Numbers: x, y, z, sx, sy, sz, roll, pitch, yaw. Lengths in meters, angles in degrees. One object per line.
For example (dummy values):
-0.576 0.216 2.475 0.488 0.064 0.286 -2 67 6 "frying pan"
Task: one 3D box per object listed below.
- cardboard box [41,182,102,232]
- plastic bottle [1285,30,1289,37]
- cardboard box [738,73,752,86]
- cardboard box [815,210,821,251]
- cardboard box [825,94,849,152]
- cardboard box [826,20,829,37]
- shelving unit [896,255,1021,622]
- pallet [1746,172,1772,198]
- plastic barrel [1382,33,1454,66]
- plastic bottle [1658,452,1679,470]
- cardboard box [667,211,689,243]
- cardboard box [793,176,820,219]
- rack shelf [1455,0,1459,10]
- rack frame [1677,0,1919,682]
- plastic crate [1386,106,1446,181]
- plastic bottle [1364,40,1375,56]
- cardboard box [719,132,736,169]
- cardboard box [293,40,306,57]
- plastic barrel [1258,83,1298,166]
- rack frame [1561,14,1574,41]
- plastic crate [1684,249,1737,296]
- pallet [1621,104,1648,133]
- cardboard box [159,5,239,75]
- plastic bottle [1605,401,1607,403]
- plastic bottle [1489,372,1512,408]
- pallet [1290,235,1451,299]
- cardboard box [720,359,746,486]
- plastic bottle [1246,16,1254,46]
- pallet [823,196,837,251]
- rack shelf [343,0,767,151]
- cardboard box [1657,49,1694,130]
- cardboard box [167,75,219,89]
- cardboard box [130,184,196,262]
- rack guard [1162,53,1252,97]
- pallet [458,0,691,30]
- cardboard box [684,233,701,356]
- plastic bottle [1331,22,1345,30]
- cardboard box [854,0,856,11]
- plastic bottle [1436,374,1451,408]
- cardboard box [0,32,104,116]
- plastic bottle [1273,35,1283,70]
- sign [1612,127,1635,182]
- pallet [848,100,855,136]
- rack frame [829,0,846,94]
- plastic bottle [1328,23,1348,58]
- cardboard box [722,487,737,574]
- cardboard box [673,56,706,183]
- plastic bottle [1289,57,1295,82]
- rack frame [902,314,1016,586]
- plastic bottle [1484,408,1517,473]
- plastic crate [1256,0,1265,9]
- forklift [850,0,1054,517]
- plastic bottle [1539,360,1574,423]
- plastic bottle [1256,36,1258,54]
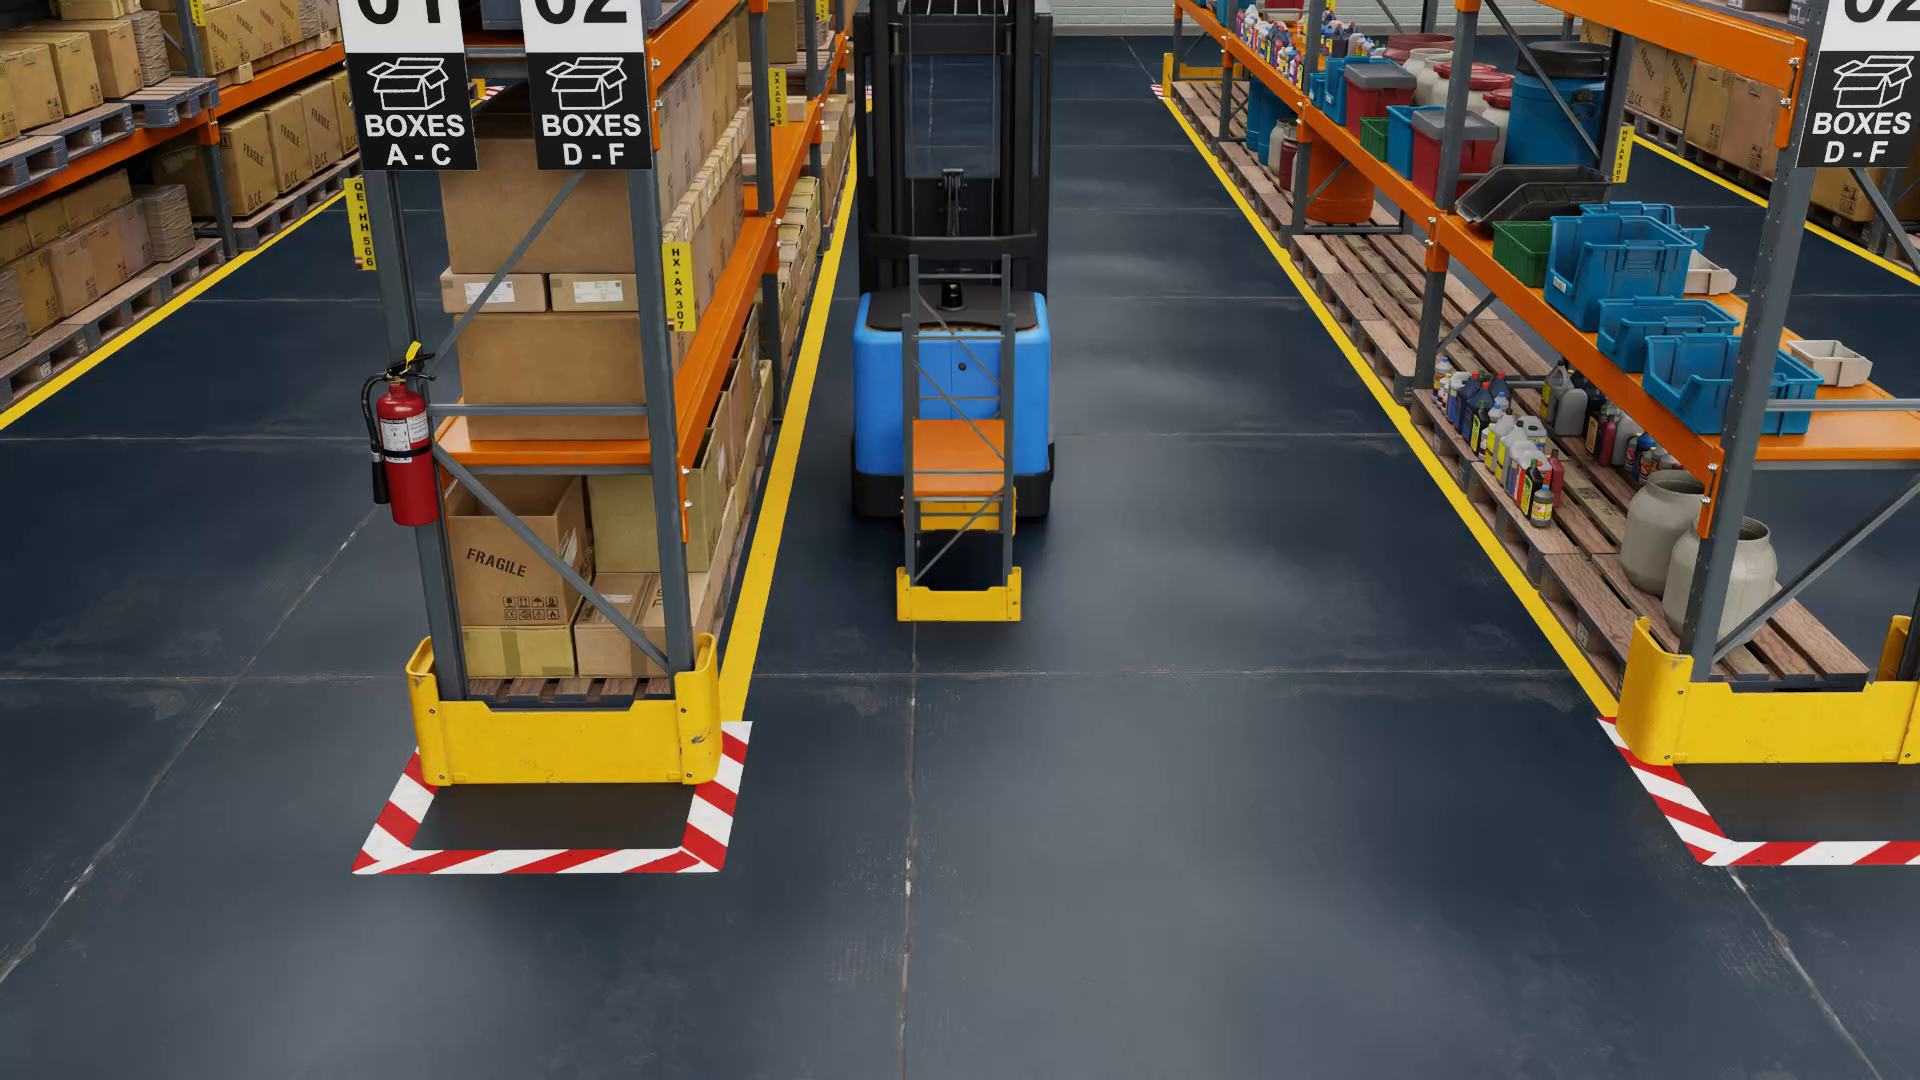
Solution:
-6.590 -2.408 12.024 0.500 0.250 0.500 0 24 -1 "cardboard box"
3.015 -4.586 15.405 0.097 0.271 0.097 0 24 0 "plastic bottle"
-1.611 -2.910 11.422 0.500 0.500 0.500 0 24 0 "cardboard box"
-1.401 -2.495 13.454 0.500 0.250 0.500 0 24 1 "cardboard box"
-1.403 -4.280 17.073 0.500 0.500 0.500 0 24 -1 "cardboard box"
-1.614 -4.930 15.379 0.700 0.500 0.500 -6 25 -14 "cardboard box"
-0.003 -0.518 8.075 0.587 1.500 1.083 0 24 0 "shelving unit"
8.311 -3.372 15.948 1.003 0.211 1.213 0 24 -1 "pallet"
3.610 -3.665 13.049 0.600 0.536 0.708 0 24 -1 "plastic barrel"
3.677 -0.344 8.647 0.097 0.271 0.097 0 24 0 "plastic bottle"
-1.360 -1.295 7.065 0.380 0.149 0.250 -1 24 -1 "cardboard box"
-1.399 -2.752 13.341 0.500 0.311 0.500 0 24 1 "cardboard box"
3.324 -4.008 11.205 1.077 0.370 4.000 0 24 -1 "rack shelf"
3.389 -0.497 6.208 1.000 3.000 0.127 0 24 -1 "rack frame"
3.023 -2.591 10.858 0.392 0.384 0.575 0 24 -1 "plastic crate"
3.638 -4.303 14.780 0.097 0.271 0.097 0 24 0 "plastic bottle"
-1.380 -2.036 8.704 0.380 0.149 0.250 0 24 -1 "cardboard box"
-6.391 -4.630 15.627 0.380 0.149 0.250 -1 24 -2 "cardboard box"
3.255 -4.161 16.346 0.600 0.901 0.708 0 24 -1 "plastic barrel"
8.168 -7.112 20.835 1.000 3.000 0.127 0 24 -1 "rack frame"
3.617 -1.357 8.430 0.530 0.136 0.437 0 24 -1 "plastic crate"
8.265 -5.011 19.573 1.003 0.211 1.213 0 24 -1 "pallet"
-6.354 -4.140 13.757 0.500 0.500 0.500 0 24 1 "cardboard box"
3.687 -0.698 9.415 0.061 0.283 0.133 1 24 3 "plastic bottle"
3.084 -0.805 9.570 0.144 0.351 0.185 0 24 -1 "plastic bottle"
3.272 -2.203 13.365 1.003 0.211 1.213 0 24 -1 "pallet"
-1.361 -0.596 8.345 0.500 0.500 0.500 0 24 -1 "cardboard box"
2.860 -4.992 16.303 0.097 0.271 0.097 0 24 0 "plastic bottle"
-1.621 -2.810 14.706 1.003 0.211 1.213 0 24 -1 "pallet"
-1.586 -2.339 7.515 1.077 0.370 4.000 0 24 -1 "rack shelf"
8.284 -4.959 18.144 0.875 0.875 0.875 0 24 -1 "cardboard box"
-6.376 -3.780 13.748 0.380 0.149 0.250 -1 24 -1 "cardboard box"
-6.544 -2.514 13.167 0.700 0.500 0.500 0 24 0 "cardboard box"
3.202 -5.961 21.322 1.175 0.500 0.348 0 24 -1 "rack guard"
-1.546 -2.094 6.207 1.003 0.211 1.213 0 24 -1 "pallet"
-1.566 -1.135 7.498 0.700 0.500 0.500 0 24 0 "cardboard box"
3.597 -4.810 15.896 0.152 0.276 0.135 0 24 -1 "plastic bottle"
-1.447 -6.304 18.927 0.500 0.500 0.500 -1 24 -1 "cardboard box"
2.912 -0.895 9.951 0.097 0.201 0.097 0 24 0 "plastic bottle"
-6.553 -3.288 11.724 0.700 0.500 0.500 0 24 -1 "cardboard box"
2.859 -4.376 14.927 0.061 0.283 0.133 0 24 -1 "plastic bottle"
3.896 -2.269 9.791 0.100 0.325 0.005 0 24 -1 "sign"
-1.717 -4.937 19.410 1.003 0.211 1.213 0 24 -1 "pallet"
-1.695 -5.421 17.095 1.000 3.000 0.127 0 24 -1 "rack frame"
3.457 -4.532 15.189 0.144 0.351 0.185 0 24 -1 "plastic bottle"
-1.361 -0.048 8.044 0.500 0.250 0.500 0 24 -1 "cardboard box"
-1.580 -1.958 7.743 0.700 0.500 0.500 0 24 -1 "cardboard box"
2.885 -4.050 14.306 0.097 0.201 0.097 0 24 0 "plastic bottle"
-0.006 -0.304 7.603 0.500 1.500 0.032 0 24 0 "rack frame"
2.946 -0.551 9.009 0.144 0.351 0.185 0 24 -1 "plastic bottle"
3.426 -6.045 18.546 0.437 0.282 0.530 0 24 -1 "plastic crate"
-0.037 -2.018 9.654 1.130 2.935 3.031 0 24 0 "forklift"
3.497 -0.874 9.722 0.144 0.351 0.185 0 24 -1 "plastic bottle"
2.867 -4.729 15.807 0.097 0.201 0.097 0 24 0 "plastic bottle"
